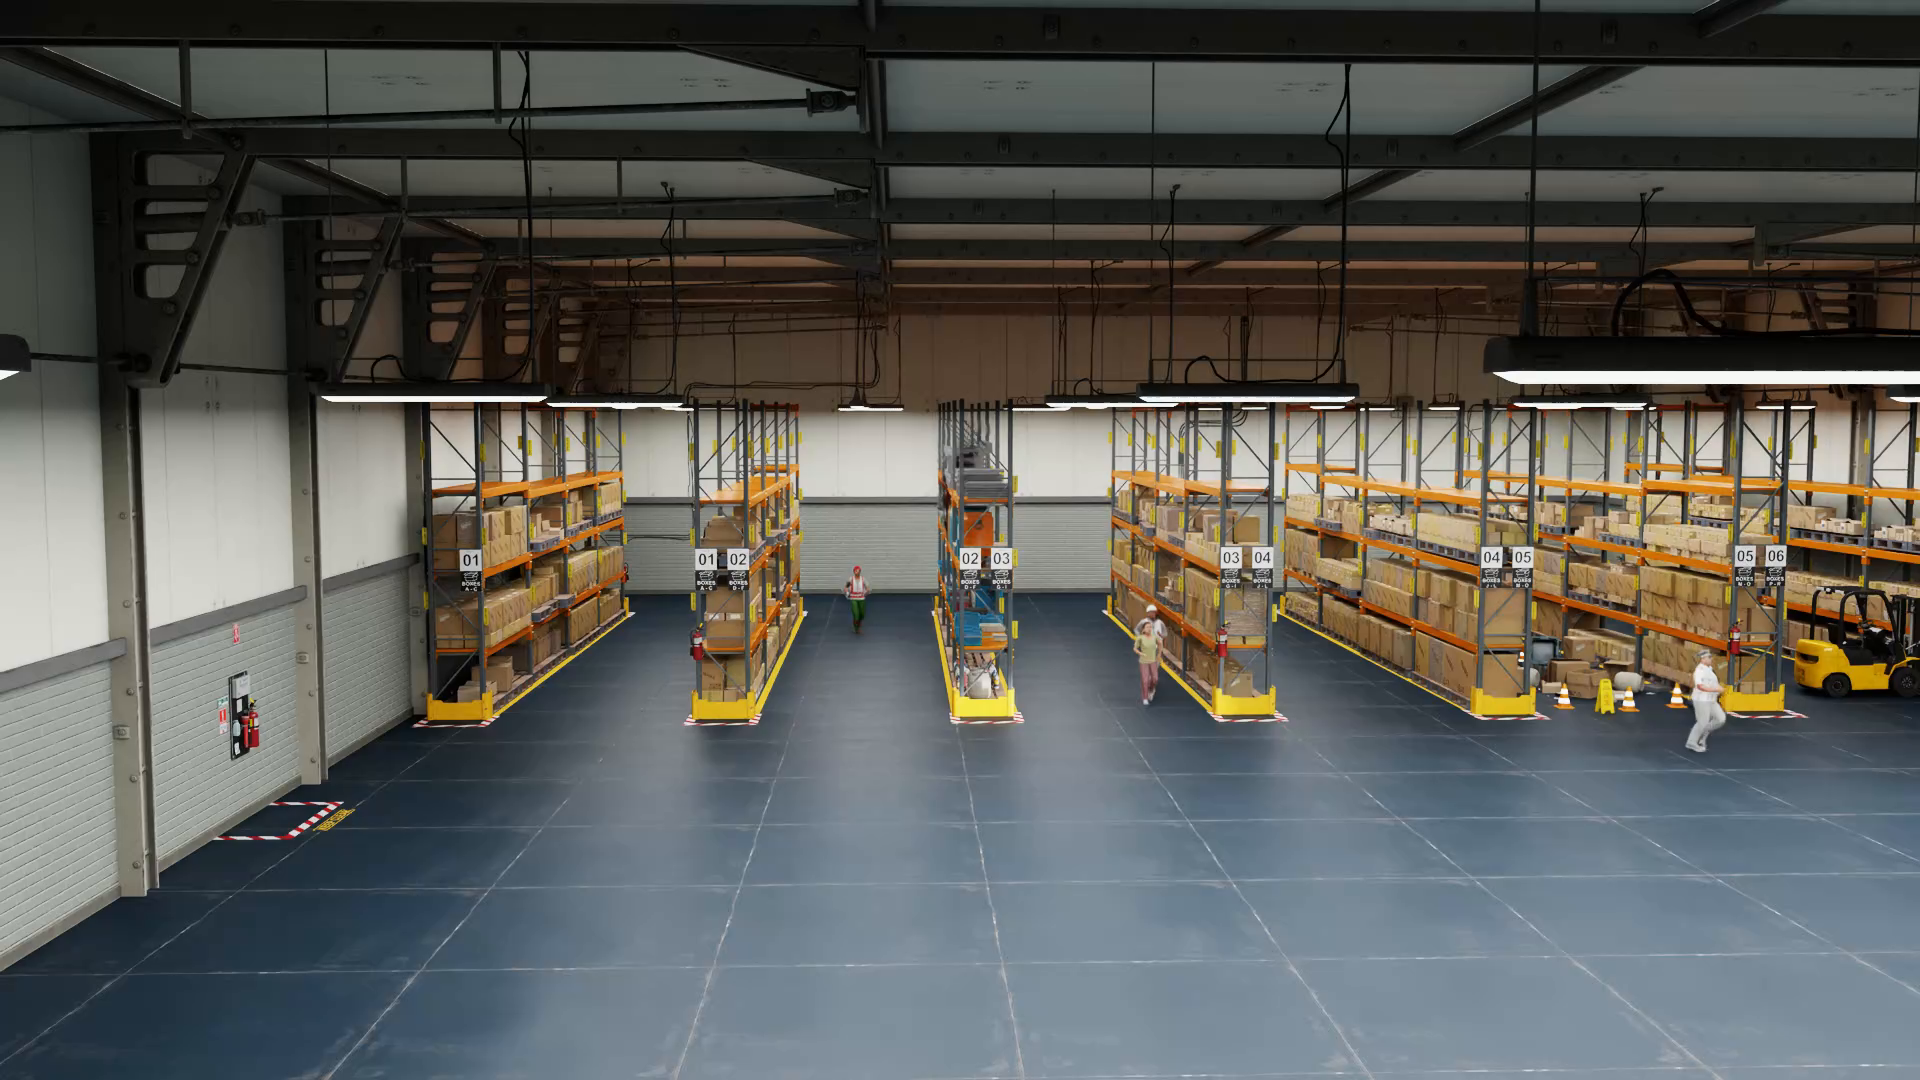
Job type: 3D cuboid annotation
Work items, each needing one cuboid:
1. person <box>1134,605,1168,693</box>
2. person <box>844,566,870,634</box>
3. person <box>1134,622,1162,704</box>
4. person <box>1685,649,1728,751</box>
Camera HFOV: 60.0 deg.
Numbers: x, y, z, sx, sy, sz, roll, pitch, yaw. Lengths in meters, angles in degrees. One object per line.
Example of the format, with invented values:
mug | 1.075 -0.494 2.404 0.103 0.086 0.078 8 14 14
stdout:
person | 3.952 2.213 34.258 0.656 1.758 0.970 -1 4 -7
person | -2.684 1.555 43.382 0.667 1.757 0.838 -1 4 -12
person | 3.716 2.420 32.711 0.602 1.639 0.544 -1 4 -8
person | 12.653 2.703 28.125 0.648 1.746 0.646 4 6 43
